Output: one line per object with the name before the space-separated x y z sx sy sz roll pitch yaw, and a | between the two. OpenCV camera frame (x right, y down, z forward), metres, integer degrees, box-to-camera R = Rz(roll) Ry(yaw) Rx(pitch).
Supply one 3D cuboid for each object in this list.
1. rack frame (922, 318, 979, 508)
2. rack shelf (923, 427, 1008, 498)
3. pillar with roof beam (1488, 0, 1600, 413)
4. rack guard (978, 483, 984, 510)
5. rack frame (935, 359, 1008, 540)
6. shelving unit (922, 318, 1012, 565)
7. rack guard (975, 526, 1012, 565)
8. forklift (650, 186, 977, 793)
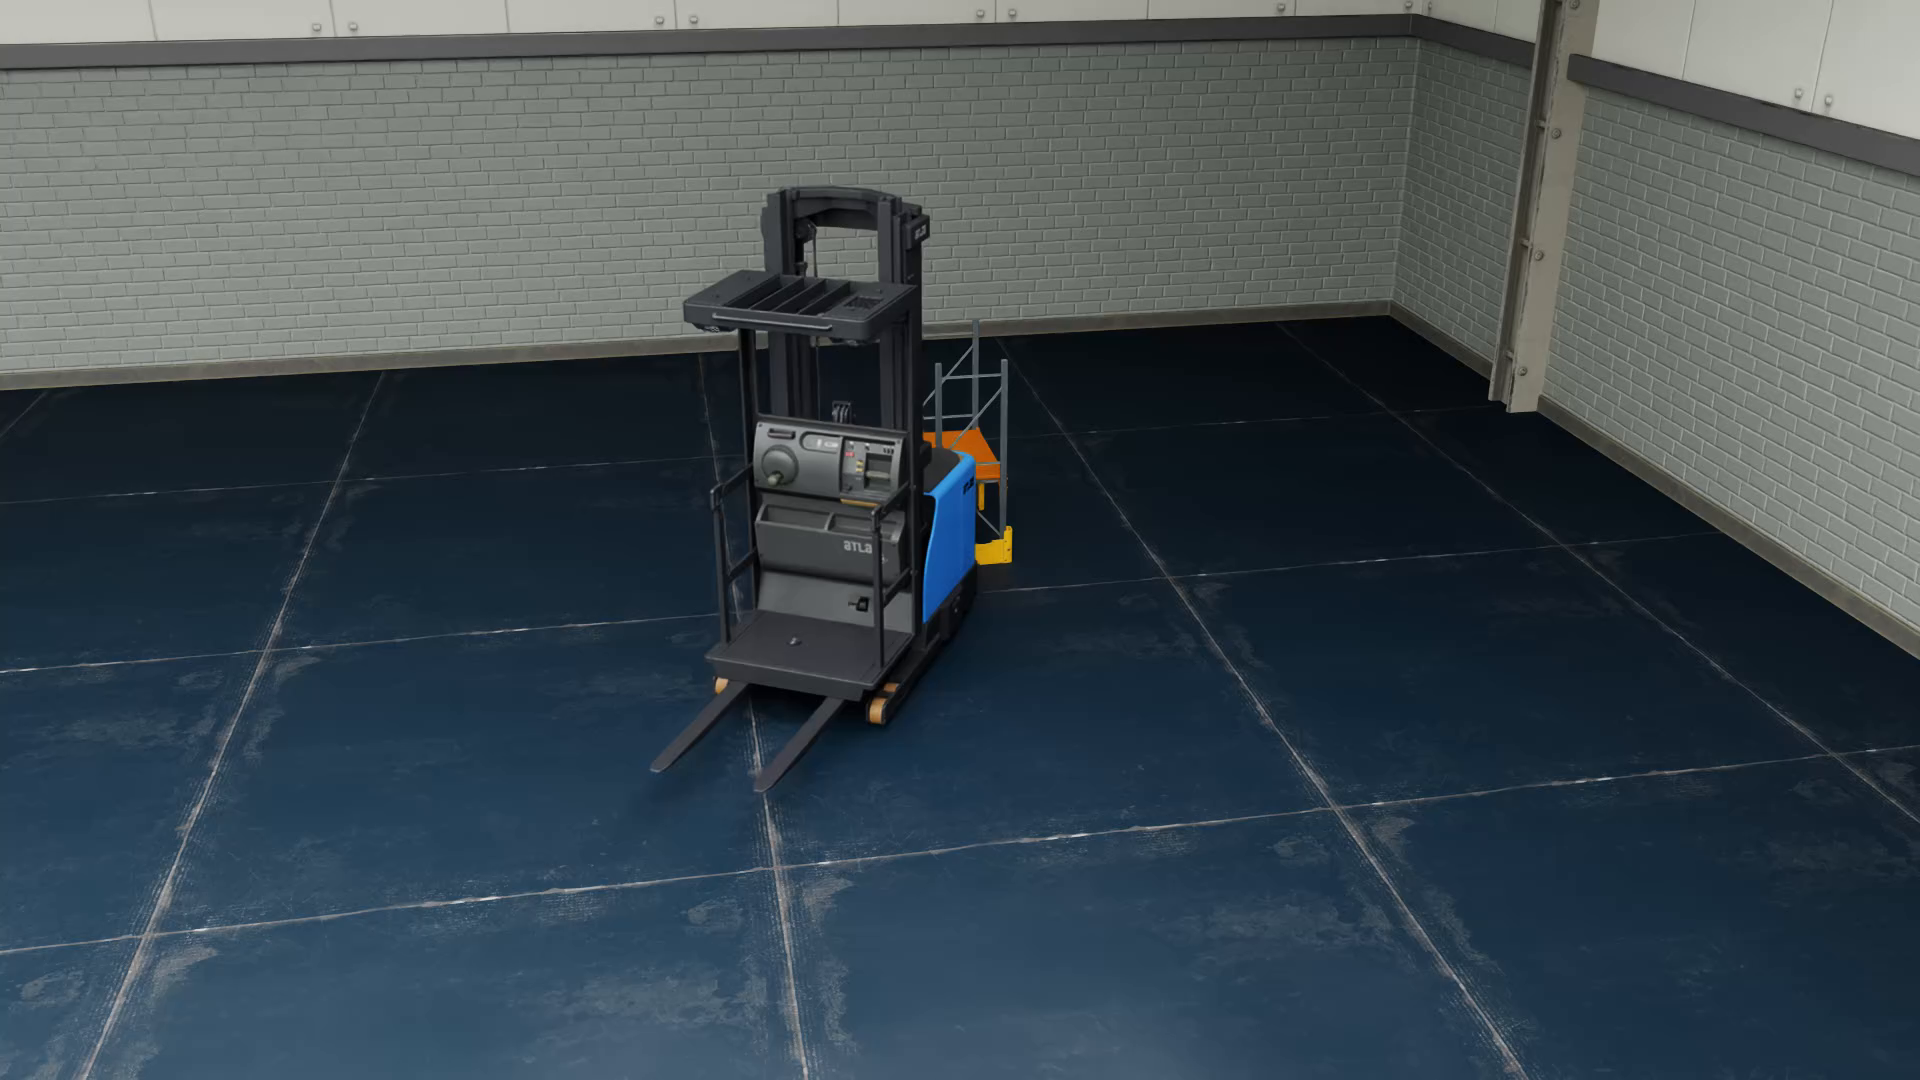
rack frame | -0.110 -0.921 12.484 0.500 1.500 0.032 -4 24 -10
rack shelf | -0.016 -0.556 12.099 0.538 0.185 1.000 -4 24 -10
pillar with roof beam | 0.783 -5.032 12.527 9.100 9.000 0.400 -4 24 -10
rack guard | -0.106 -0.340 12.717 0.587 0.250 0.087 -4 24 -10
rack frame | 0.078 -0.521 11.569 0.500 1.500 0.032 -4 24 -10
shelving unit | -0.014 -0.717 12.018 0.587 1.500 1.083 -4 24 -10
rack guard | 0.078 0.051 11.820 0.587 0.250 0.087 -4 24 -10
forklift | -0.847 -0.438 9.592 1.130 2.935 3.031 8 25 17
